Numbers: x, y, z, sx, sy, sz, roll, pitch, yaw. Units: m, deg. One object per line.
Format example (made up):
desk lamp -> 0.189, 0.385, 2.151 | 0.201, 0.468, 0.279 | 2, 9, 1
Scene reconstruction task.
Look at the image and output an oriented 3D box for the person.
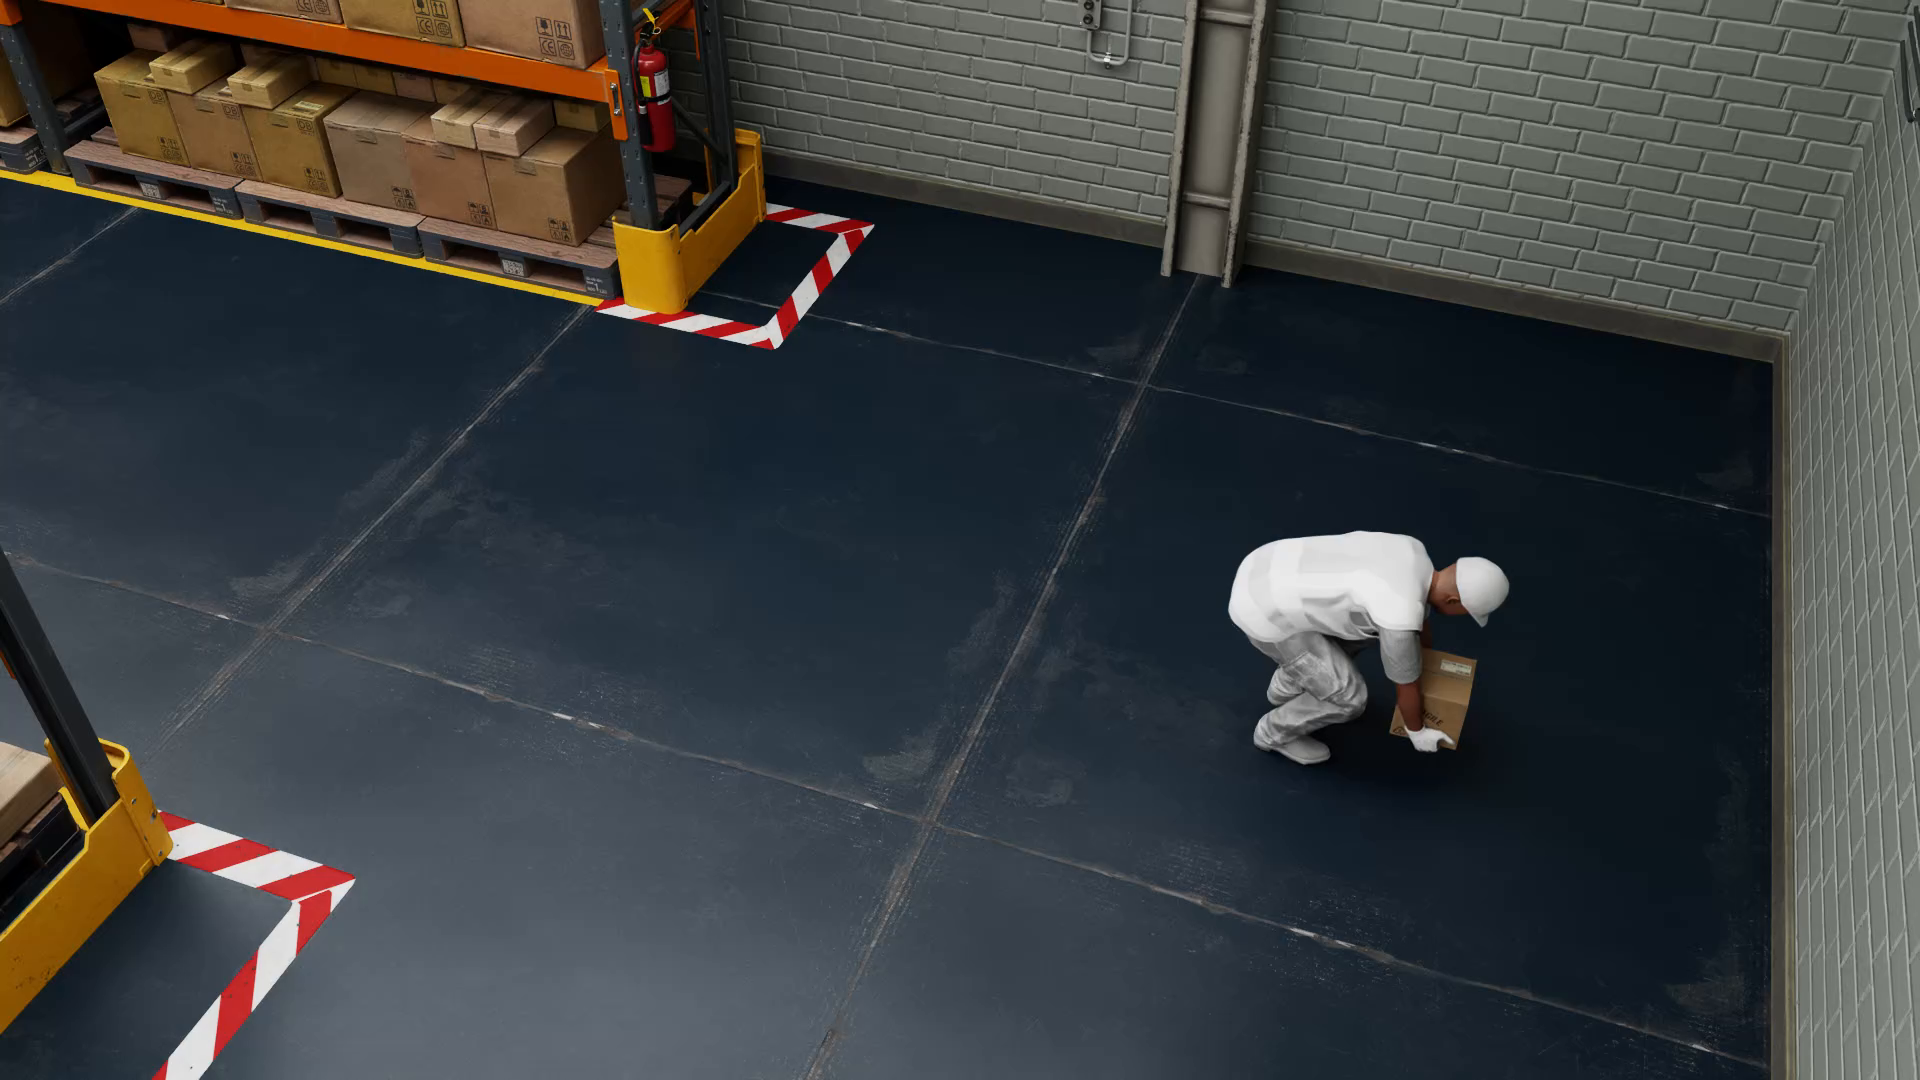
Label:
person -> 1.494, 0.391, 6.297 | 0.965, 0.995, 0.547 | 12, 43, 13
